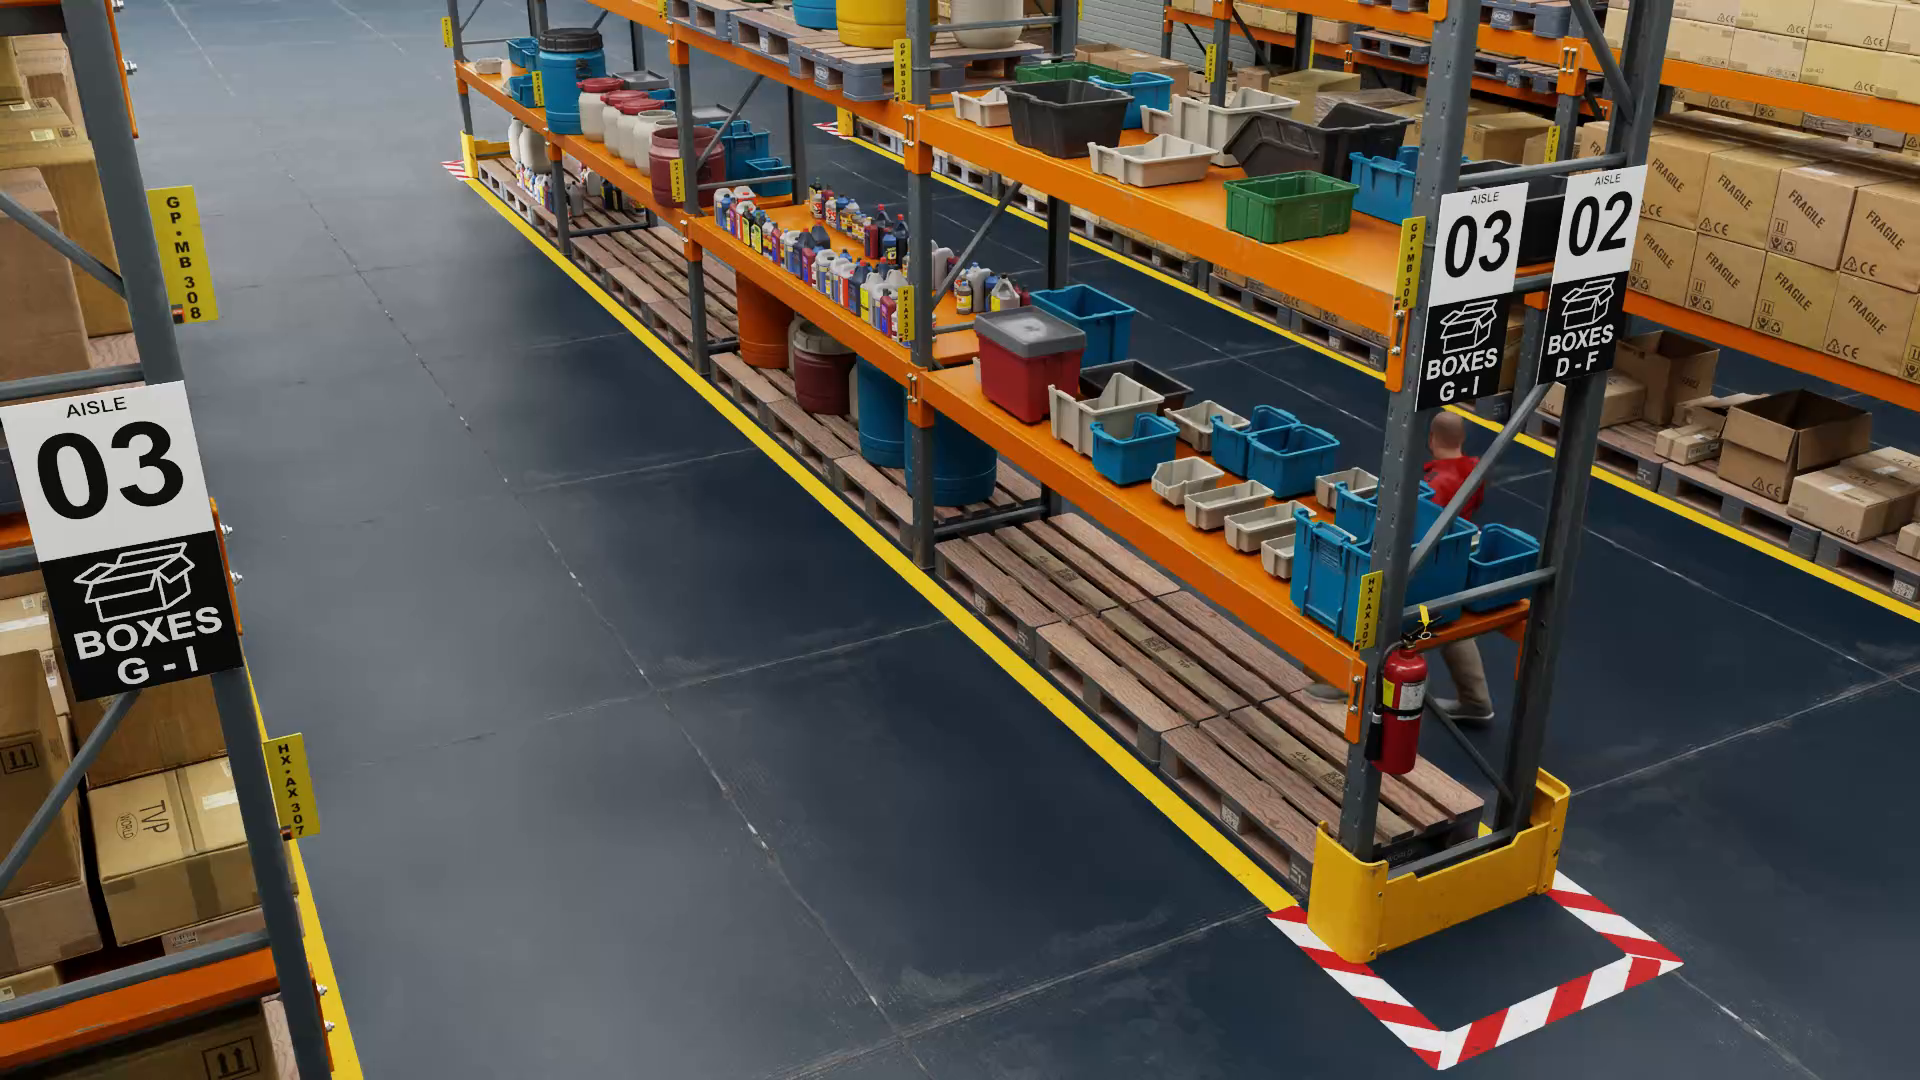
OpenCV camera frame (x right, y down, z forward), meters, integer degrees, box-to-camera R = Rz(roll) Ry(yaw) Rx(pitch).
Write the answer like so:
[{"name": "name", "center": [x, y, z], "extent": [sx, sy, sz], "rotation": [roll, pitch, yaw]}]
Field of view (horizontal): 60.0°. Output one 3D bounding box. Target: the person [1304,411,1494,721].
[{"name": "person", "center": [2.287, 0.161, 8.261], "extent": [0.799, 1.697, 0.803], "rotation": [18, 31, 33]}]
